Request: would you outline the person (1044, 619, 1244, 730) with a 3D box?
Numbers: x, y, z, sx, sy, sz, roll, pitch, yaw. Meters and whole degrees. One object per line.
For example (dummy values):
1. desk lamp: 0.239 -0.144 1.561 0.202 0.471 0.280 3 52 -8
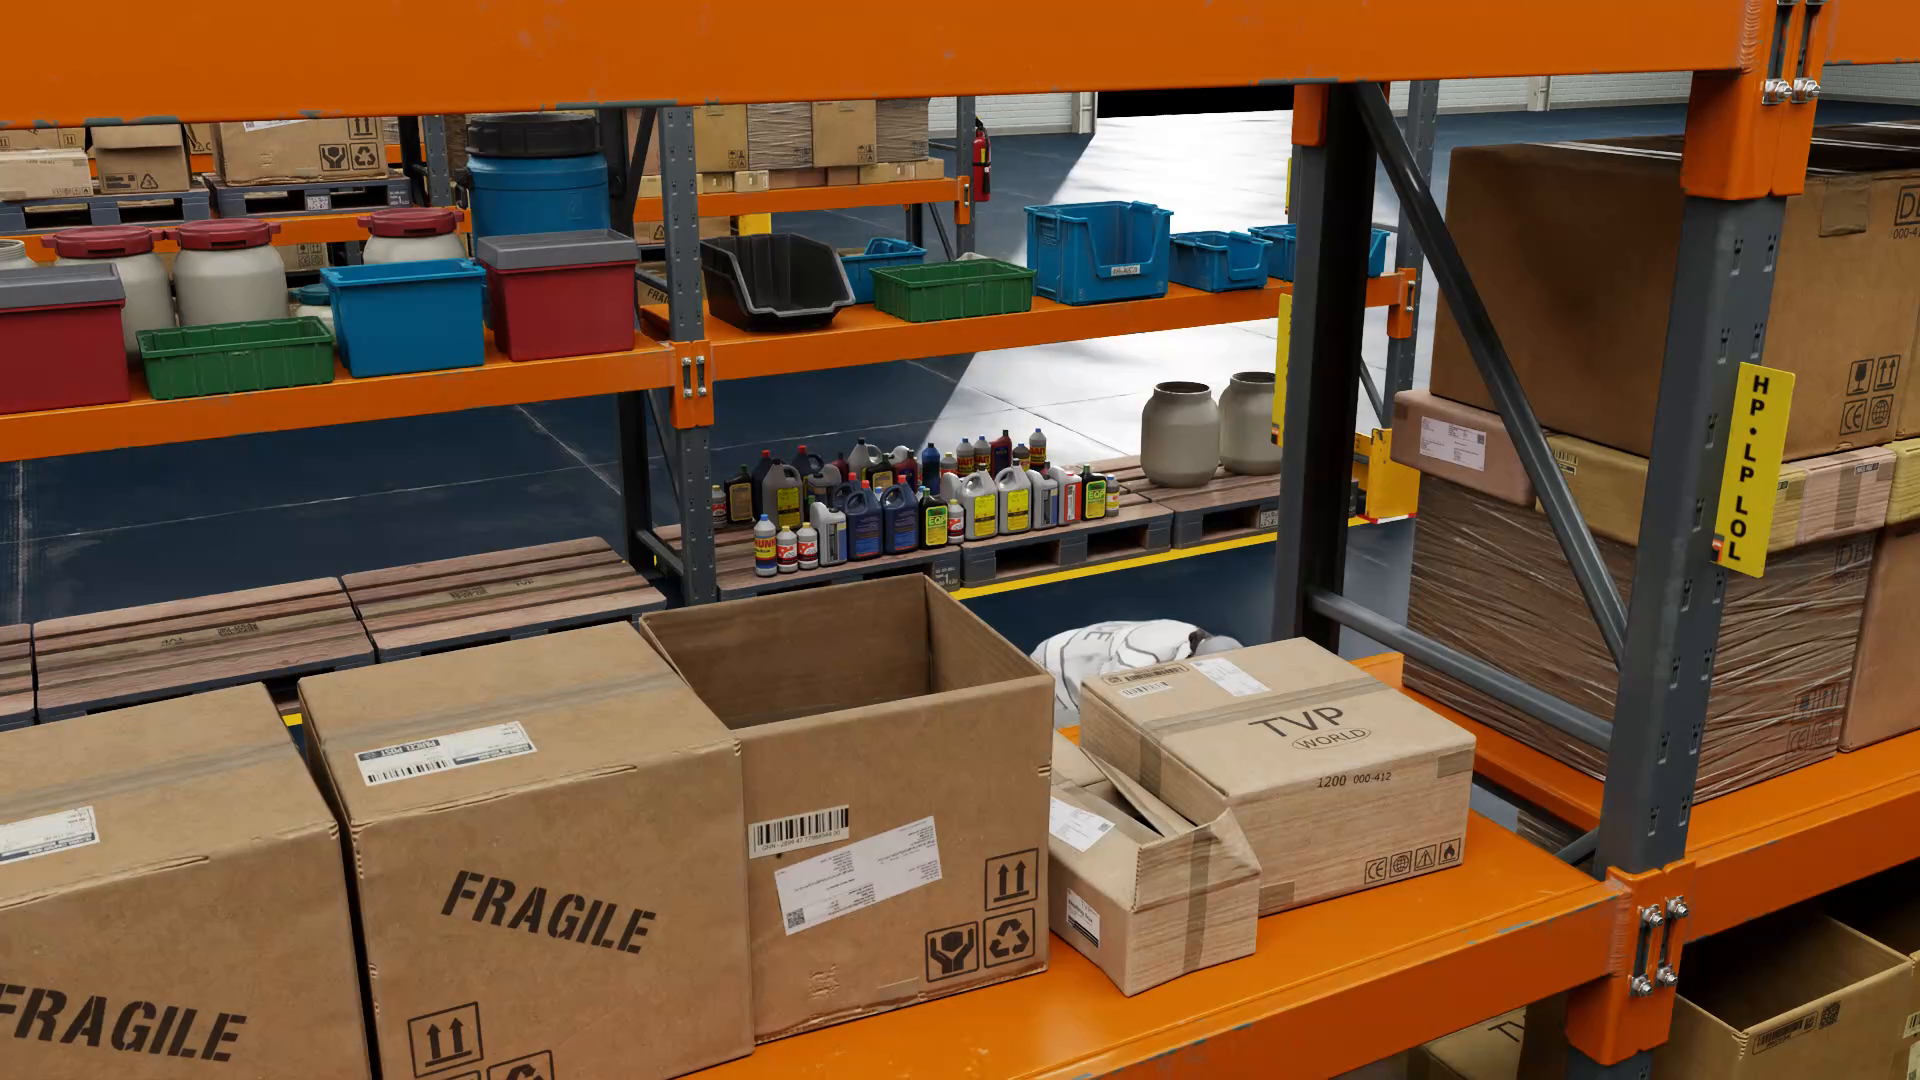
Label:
1. person: 0.584 0.648 5.279 0.507 0.943 0.871 -10 21 -28
